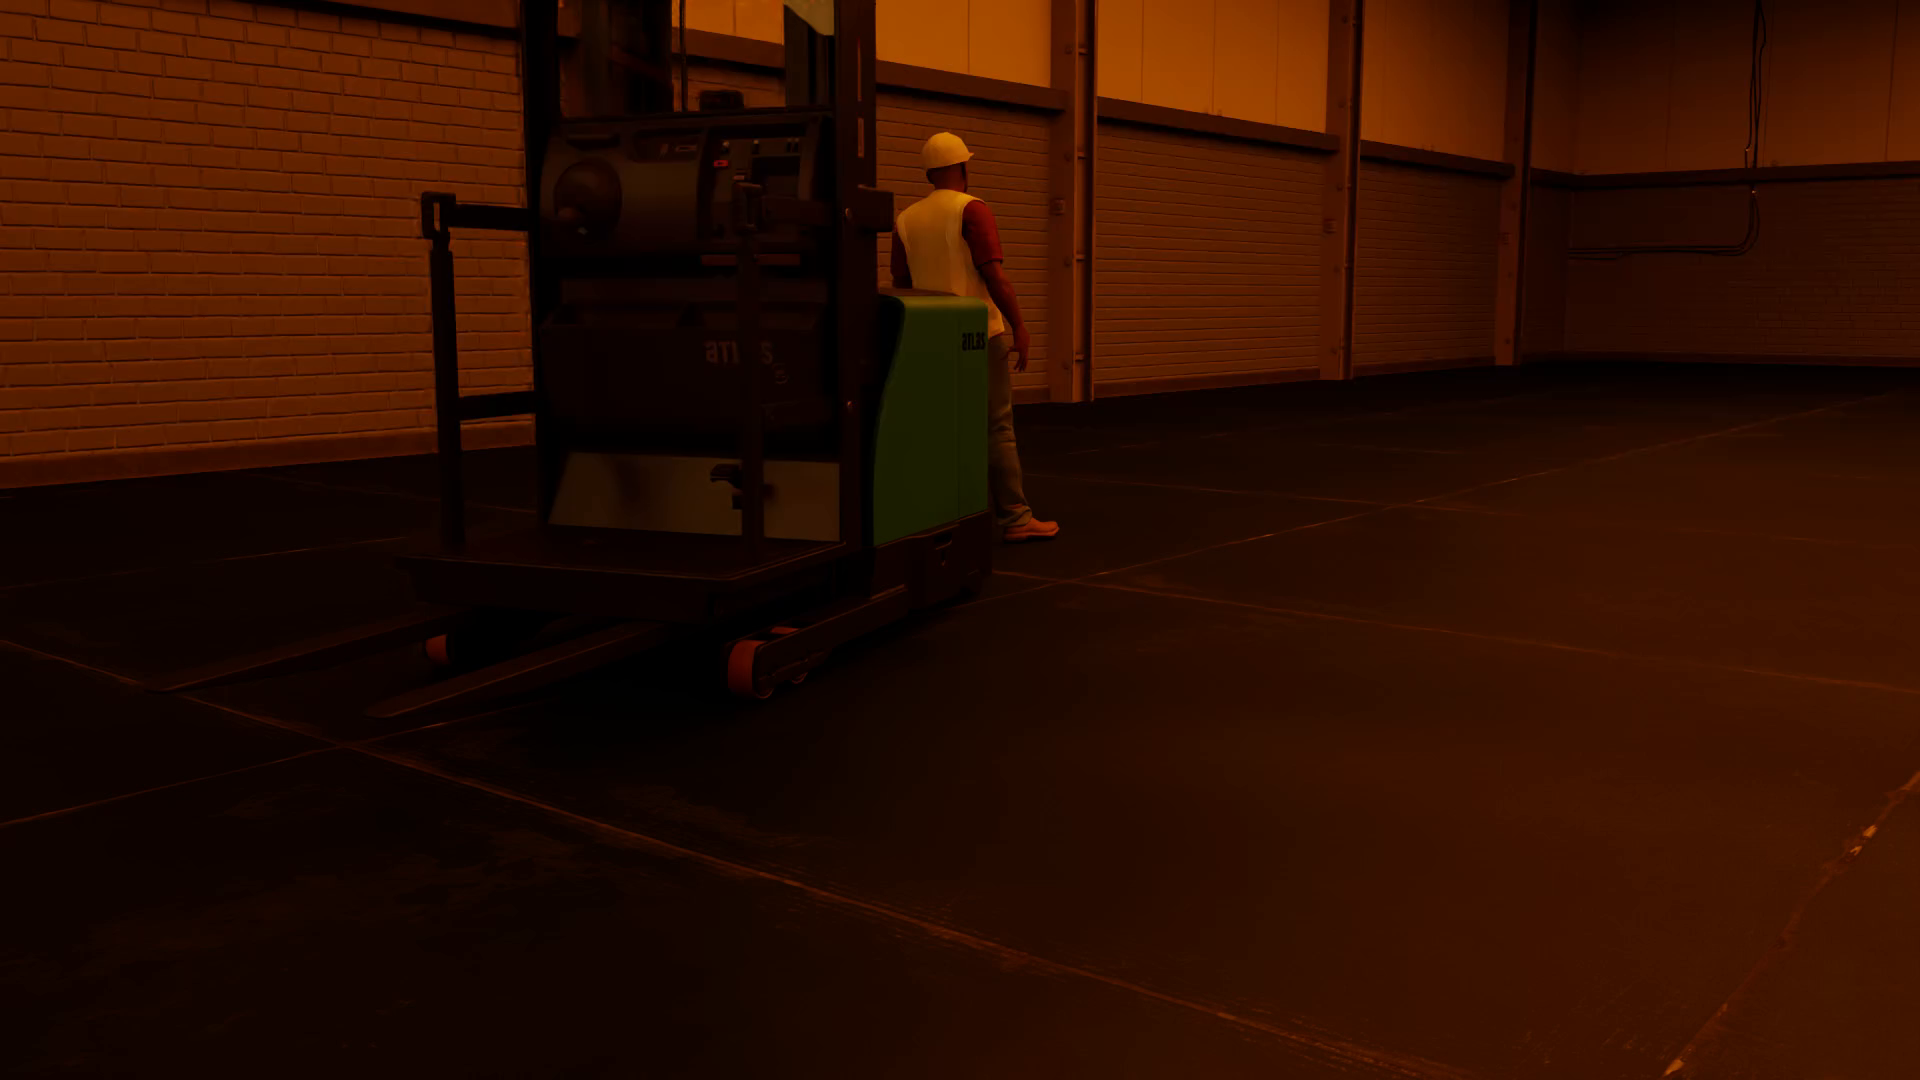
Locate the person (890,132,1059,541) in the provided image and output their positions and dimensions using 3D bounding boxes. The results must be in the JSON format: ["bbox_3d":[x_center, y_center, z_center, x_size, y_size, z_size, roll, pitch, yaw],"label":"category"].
[{"bbox_3d":[0.048,-0.888,7.325,0.665,1.765,0.577,7,11,38],"label":"person"}]

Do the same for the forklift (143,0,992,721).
[{"bbox_3d":[-0.910,-1.088,4.720,1.130,2.935,3.031,3,9,22],"label":"forklift"}]
